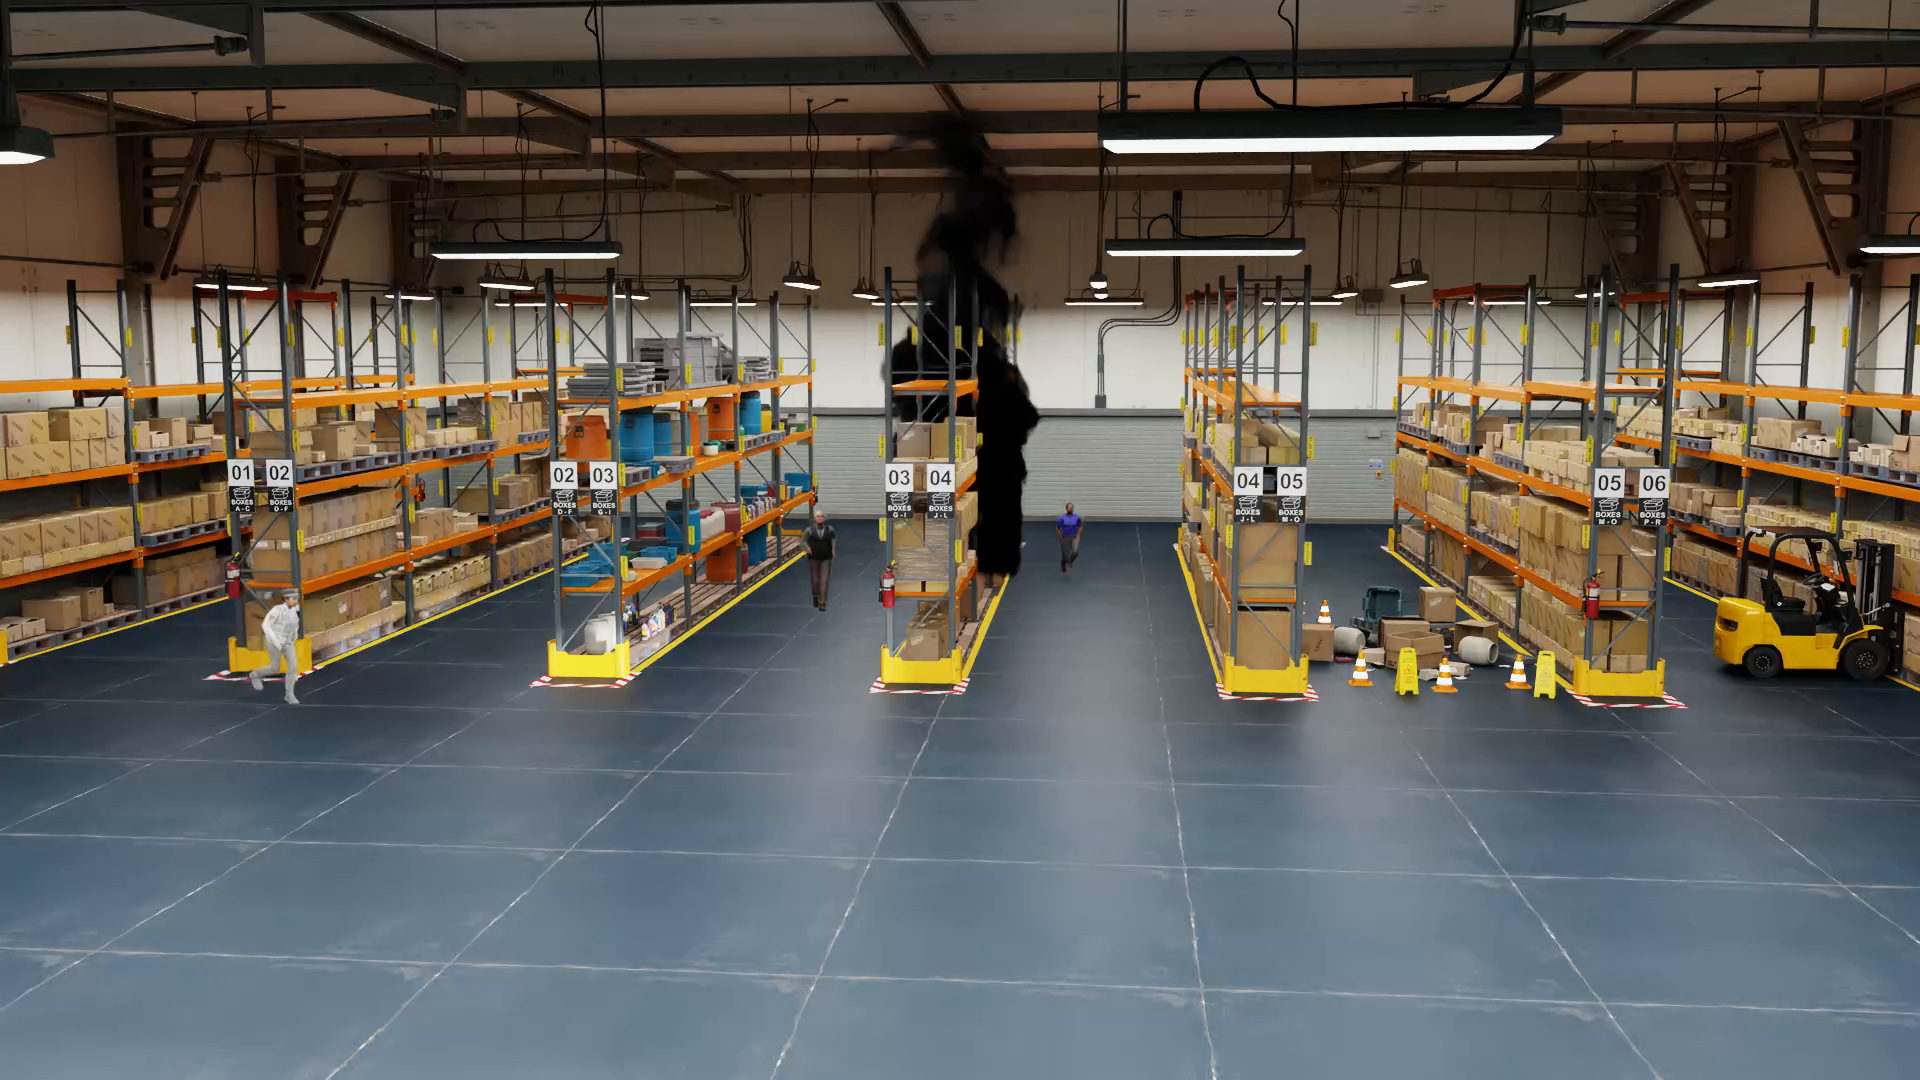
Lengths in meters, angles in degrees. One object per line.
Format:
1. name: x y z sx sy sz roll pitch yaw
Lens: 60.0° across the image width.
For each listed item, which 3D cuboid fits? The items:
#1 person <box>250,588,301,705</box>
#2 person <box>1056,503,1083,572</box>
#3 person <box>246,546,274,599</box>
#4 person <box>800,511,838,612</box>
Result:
1. person: -9.456 1.445 22.992 0.919 1.631 0.634 3 7 21
2. person: 2.274 -0.033 34.379 0.578 1.484 0.795 -1 7 -5
3. person: -12.053 0.621 28.873 0.663 1.752 0.926 -1 7 -7
4. person: -2.431 0.361 28.878 0.663 1.719 0.848 -1 7 -8
